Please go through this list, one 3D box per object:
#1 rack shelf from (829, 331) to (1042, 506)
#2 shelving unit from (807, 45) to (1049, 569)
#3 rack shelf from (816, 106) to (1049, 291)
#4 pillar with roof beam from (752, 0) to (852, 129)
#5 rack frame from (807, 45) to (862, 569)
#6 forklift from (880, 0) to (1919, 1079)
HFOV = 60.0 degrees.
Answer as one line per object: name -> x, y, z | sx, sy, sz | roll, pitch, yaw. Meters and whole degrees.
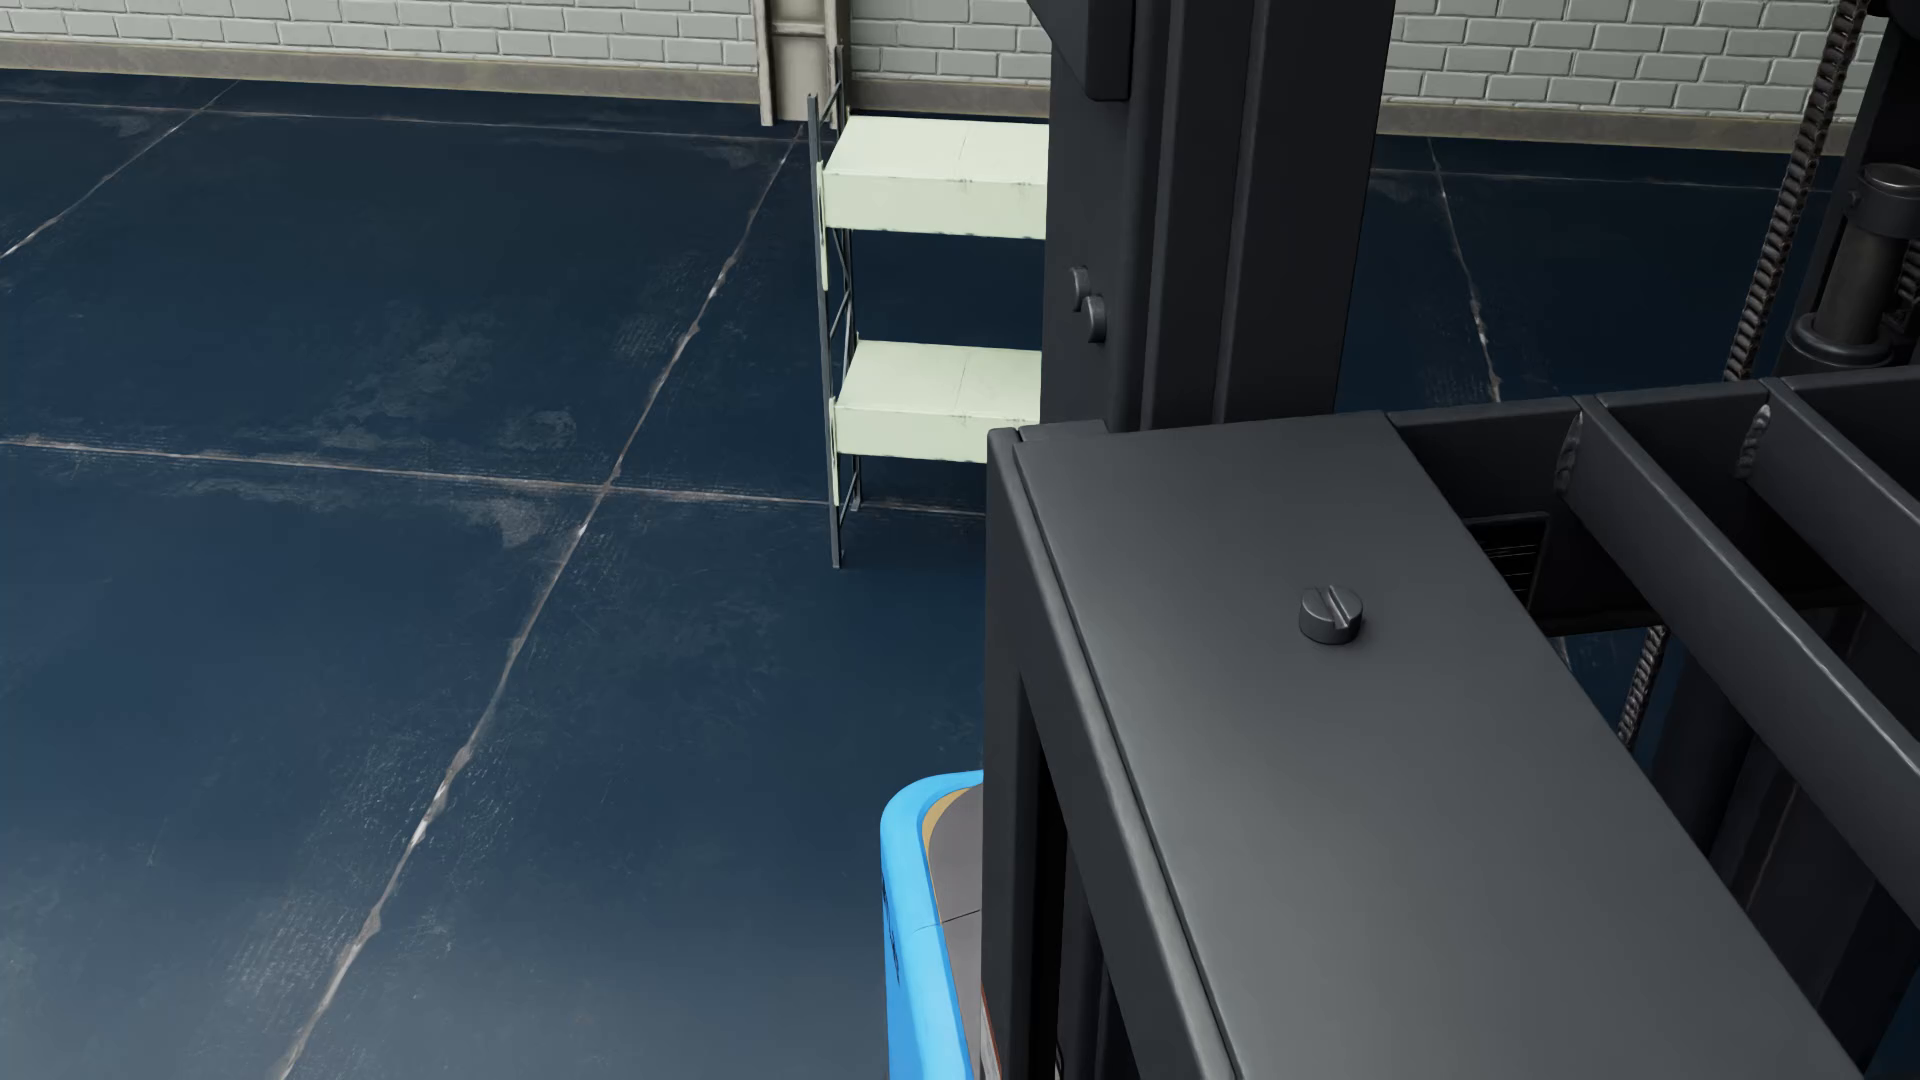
rack shelf -> 0.007, -0.345, 5.003 | 0.720, 0.370, 0.431 | 4, 36, 6
shelving unit -> 0.007, -0.610, 4.814 | 0.755, 1.500, 0.431 | 4, 36, 6
rack shelf -> 0.007, -0.928, 4.587 | 0.720, 0.370, 0.431 | 4, 36, 6
pillar with roof beam -> -1.297, -3.268, 2.082 | 0.400, 9.000, 9.100 | 4, 36, 6
rack frame -> -0.356, -0.637, 4.852 | 0.023, 1.500, 0.400 | 4, 36, 6
forklift -> 0.602, 0.887, 1.484 | 1.130, 2.935, 3.031 | -6, 36, -8
